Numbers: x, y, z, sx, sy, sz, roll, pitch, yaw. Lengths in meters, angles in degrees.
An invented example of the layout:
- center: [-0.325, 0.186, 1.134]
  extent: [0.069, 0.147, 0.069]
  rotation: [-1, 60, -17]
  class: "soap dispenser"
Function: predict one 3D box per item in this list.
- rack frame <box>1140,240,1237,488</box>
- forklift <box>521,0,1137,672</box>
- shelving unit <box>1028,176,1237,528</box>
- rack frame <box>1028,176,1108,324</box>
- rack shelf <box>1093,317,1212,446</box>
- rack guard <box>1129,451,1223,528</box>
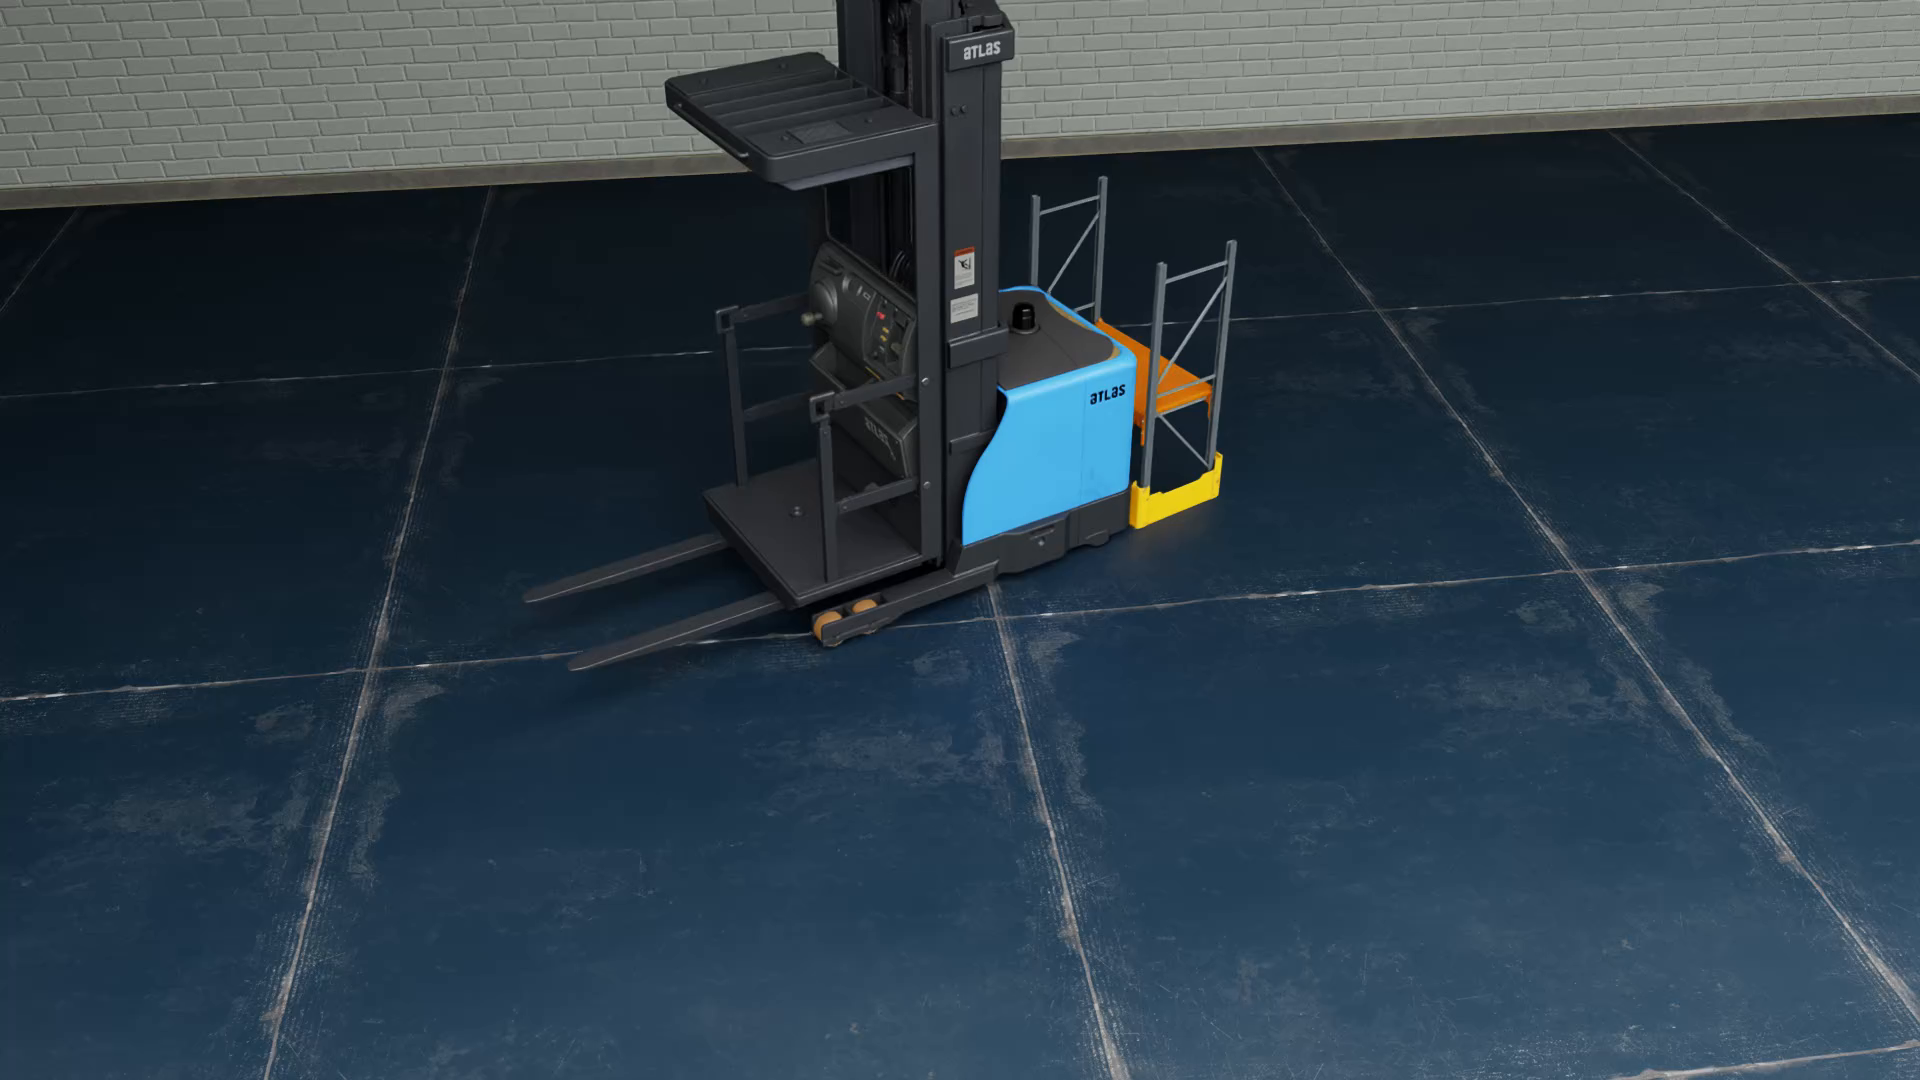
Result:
- center: [1.163, -0.790, 8.576]
  extent: [0.500, 1.500, 0.032]
  rotation: [-21, 40, -28]
  class: "rack frame"
- center: [-0.635, -1.039, 7.672]
  extent: [3.031, 2.935, 1.130]
  rotation: [-19, 39, -25]
  class: "forklift"
- center: [0.877, -1.021, 8.914]
  extent: [0.587, 1.500, 1.083]
  rotation: [-21, 40, -28]
  class: "shelving unit"
- center: [0.581, -1.260, 9.265]
  extent: [0.500, 1.500, 0.032]
  rotation: [-21, 40, -28]
  class: "rack frame"
- center: [0.872, -0.876, 9.022]
  extent: [0.538, 0.185, 1.000]
  rotation: [-21, 40, -28]
  class: "rack shelf"
- center: [1.161, -0.273, 8.928]
  extent: [0.587, 0.250, 0.087]
  rotation: [-21, 40, -28]
  class: "rack guard"
